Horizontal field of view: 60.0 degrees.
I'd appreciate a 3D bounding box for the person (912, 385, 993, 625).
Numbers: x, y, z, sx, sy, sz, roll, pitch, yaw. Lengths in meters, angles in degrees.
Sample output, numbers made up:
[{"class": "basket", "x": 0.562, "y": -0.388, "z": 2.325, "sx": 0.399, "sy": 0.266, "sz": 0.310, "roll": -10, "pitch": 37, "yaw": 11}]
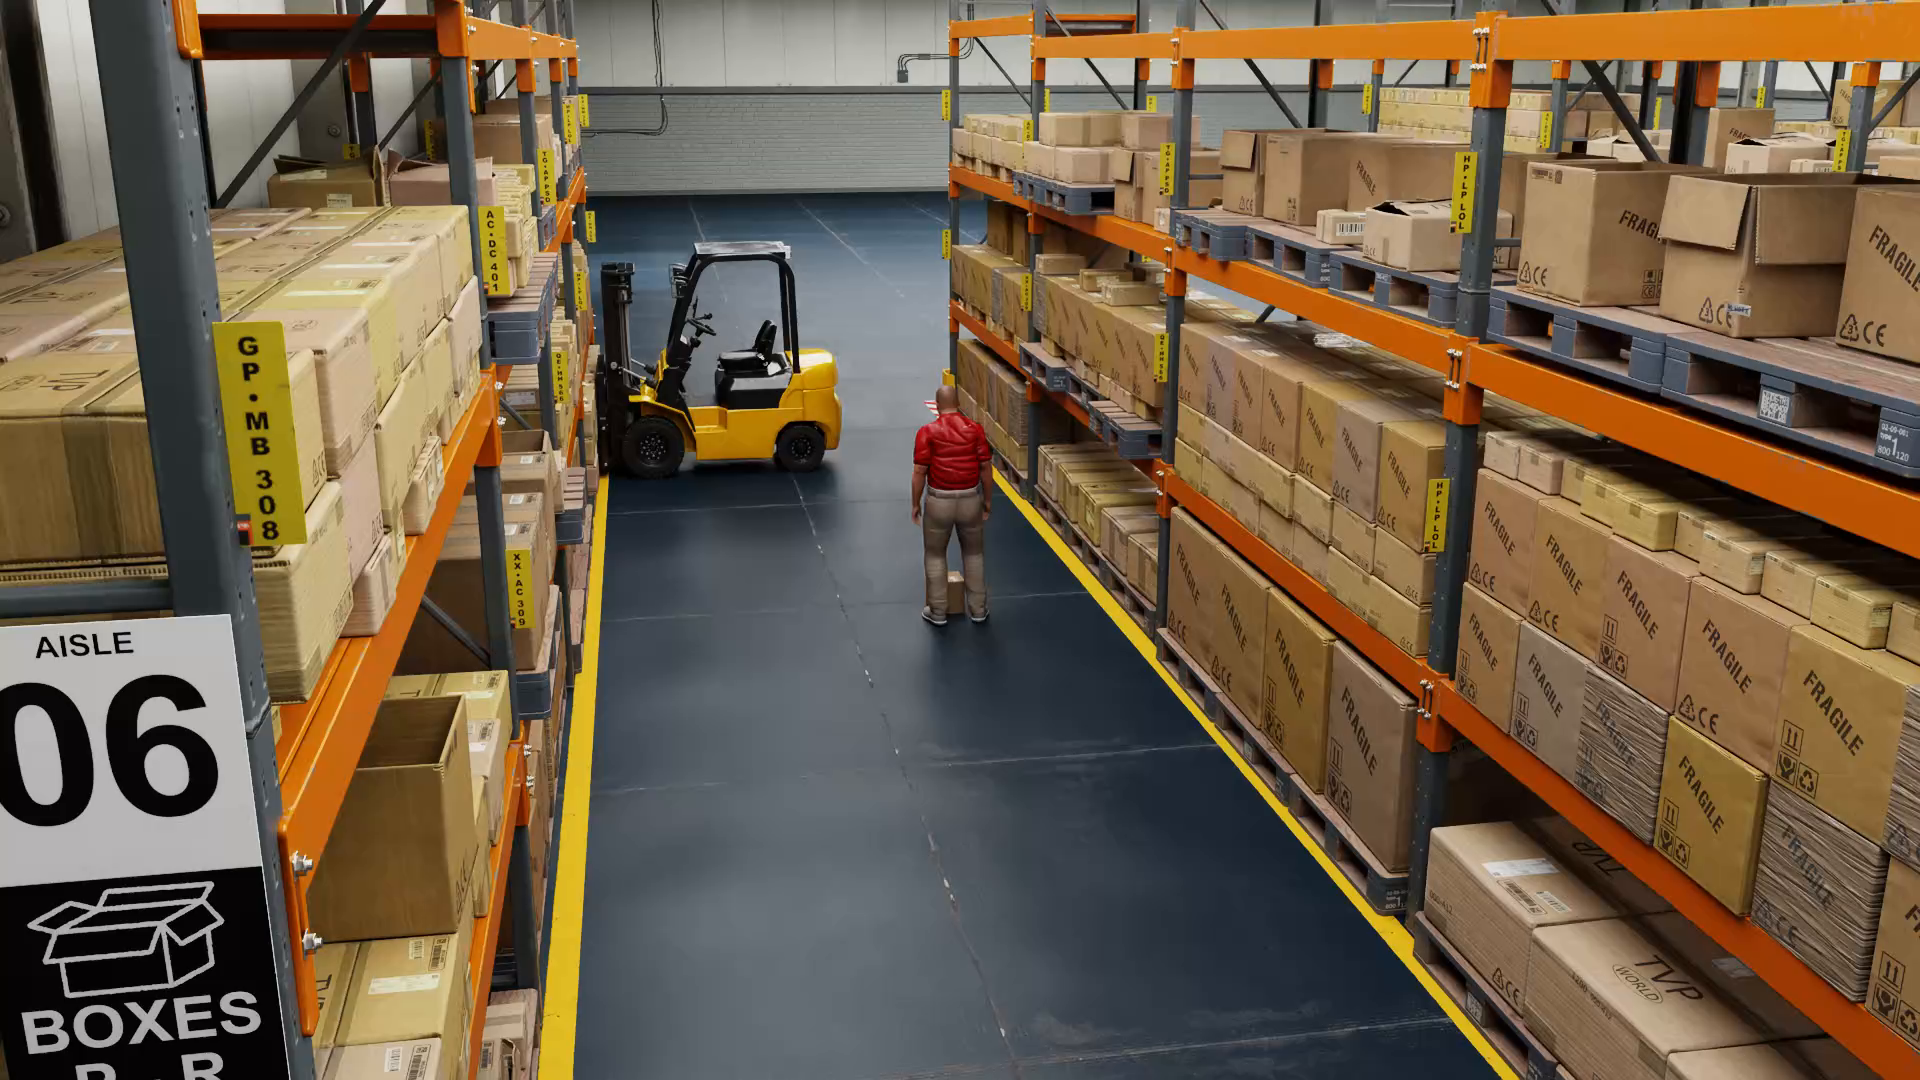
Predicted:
[{"class": "person", "x": -0.056, "y": -0.246, "z": 11.905, "sx": 0.591, "sy": 1.726, "sz": 0.388, "roll": -3, "pitch": 17, "yaw": -11}]
